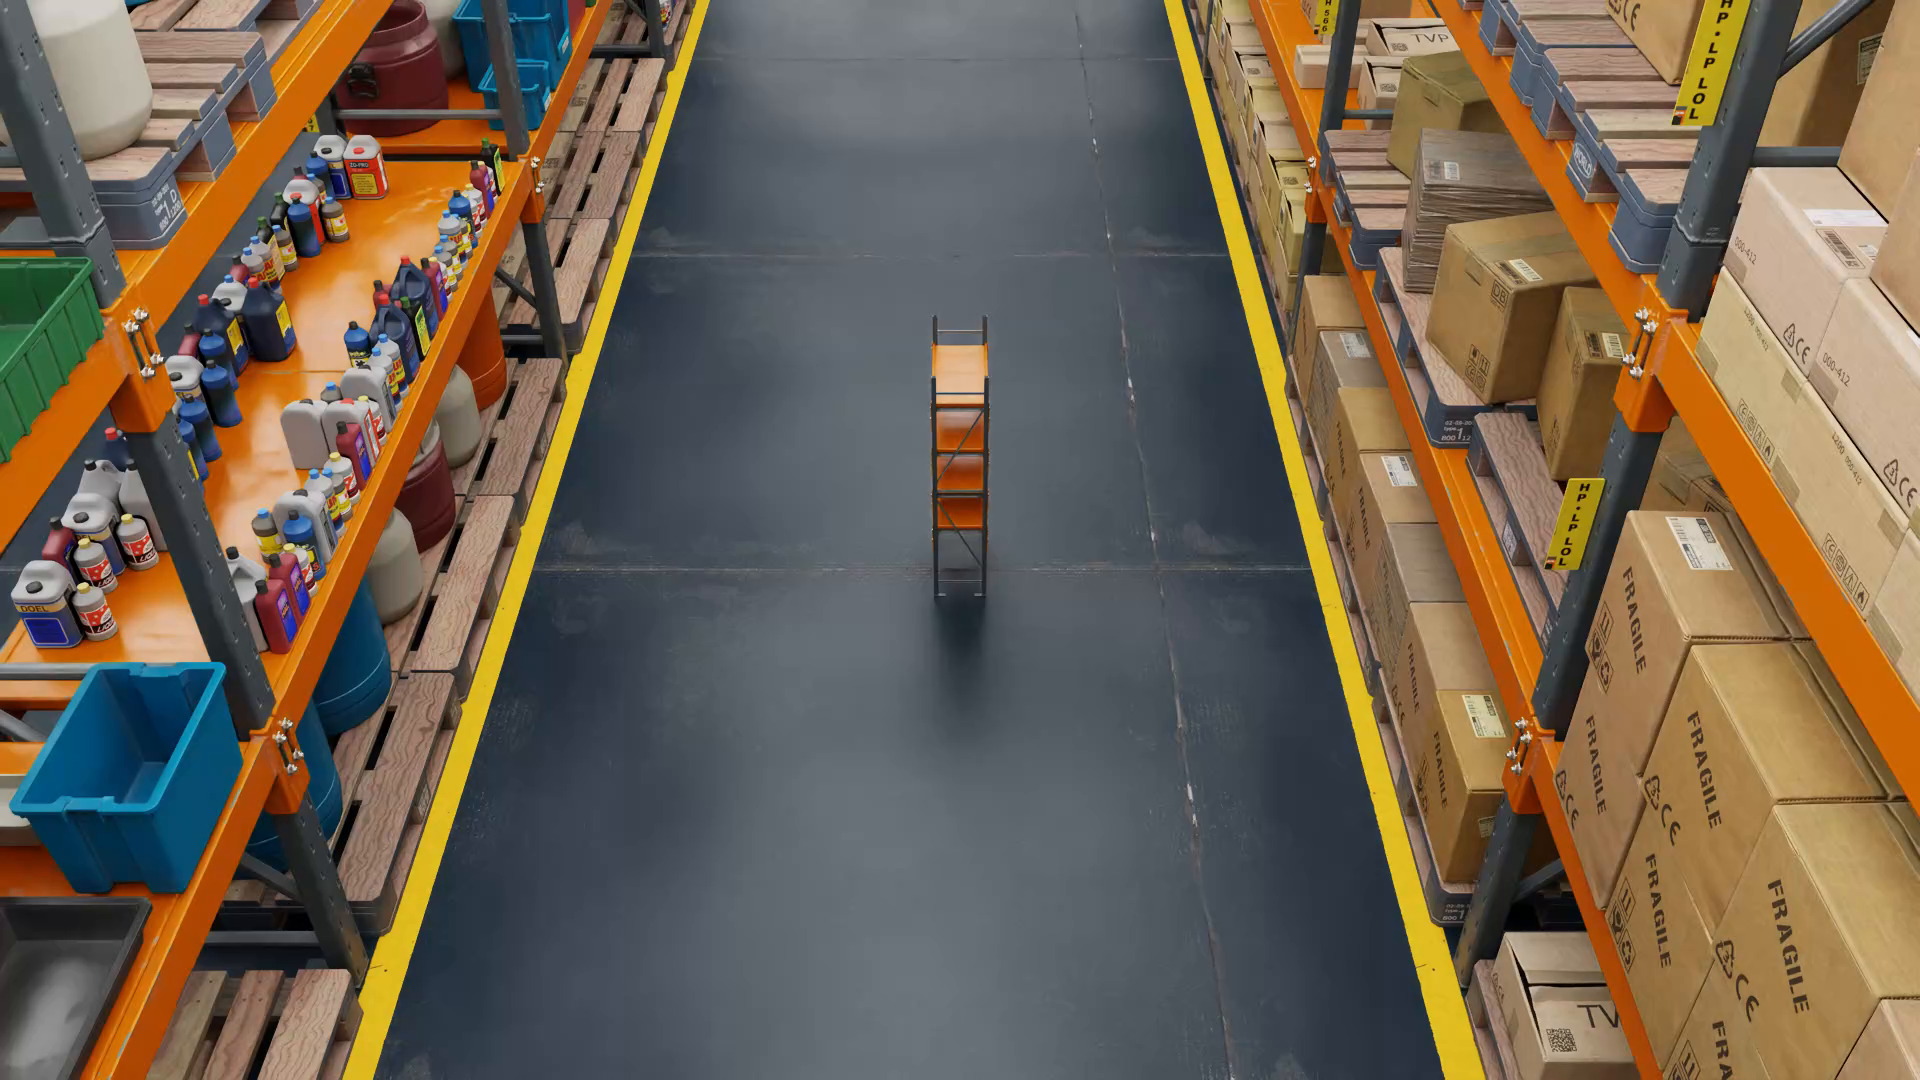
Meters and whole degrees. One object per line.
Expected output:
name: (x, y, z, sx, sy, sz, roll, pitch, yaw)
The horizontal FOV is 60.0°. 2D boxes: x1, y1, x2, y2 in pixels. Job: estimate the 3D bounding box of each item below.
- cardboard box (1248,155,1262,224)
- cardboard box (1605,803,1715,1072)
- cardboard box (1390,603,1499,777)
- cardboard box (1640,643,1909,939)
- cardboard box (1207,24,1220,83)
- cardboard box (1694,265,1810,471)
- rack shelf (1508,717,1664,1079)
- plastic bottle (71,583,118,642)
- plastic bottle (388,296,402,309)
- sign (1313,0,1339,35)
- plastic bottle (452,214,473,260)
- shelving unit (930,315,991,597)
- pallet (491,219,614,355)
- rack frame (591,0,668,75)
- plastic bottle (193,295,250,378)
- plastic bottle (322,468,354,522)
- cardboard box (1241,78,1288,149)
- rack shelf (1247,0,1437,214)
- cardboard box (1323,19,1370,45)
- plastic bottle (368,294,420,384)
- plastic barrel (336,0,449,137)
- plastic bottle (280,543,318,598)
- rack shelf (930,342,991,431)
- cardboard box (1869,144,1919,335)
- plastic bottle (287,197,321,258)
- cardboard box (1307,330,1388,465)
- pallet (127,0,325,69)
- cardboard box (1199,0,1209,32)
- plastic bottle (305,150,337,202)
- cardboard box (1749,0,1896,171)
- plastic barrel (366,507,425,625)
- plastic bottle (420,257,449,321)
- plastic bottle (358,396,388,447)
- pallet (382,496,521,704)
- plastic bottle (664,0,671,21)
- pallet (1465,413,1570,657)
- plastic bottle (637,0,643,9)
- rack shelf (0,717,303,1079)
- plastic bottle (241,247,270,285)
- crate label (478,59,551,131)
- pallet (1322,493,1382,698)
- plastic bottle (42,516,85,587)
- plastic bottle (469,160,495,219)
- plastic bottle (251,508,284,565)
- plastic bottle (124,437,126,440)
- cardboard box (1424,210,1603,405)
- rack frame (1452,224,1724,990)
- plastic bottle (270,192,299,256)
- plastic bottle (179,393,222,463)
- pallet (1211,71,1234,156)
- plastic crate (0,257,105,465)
cardboard box: (2.048, -2.151, 10.144, 0.500, 0.250, 0.500, 1, 39, 1)
cardboard box: (2.031, 1.007, 4.260, 0.500, 0.500, 0.500, 1, 39, 1)
cardboard box: (2.019, 0.593, 6.504, 0.500, 0.500, 0.500, 0, 39, 0)
cardboard box: (2.019, 0.595, 3.974, 0.500, 0.500, 0.500, -1, 39, -1)
cardboard box: (2.042, -3.434, 11.745, 0.500, 0.250, 0.500, -1, 39, -1)
cardboard box: (2.052, -0.401, 3.818, 0.500, 0.250, 0.500, 0, 39, 0)
rack shelf: (2.301, 1.938, 3.753, 1.077, 0.370, 4.000, 0, 39, 0)
plastic bottle: (-2.854, 0.228, 5.471, 0.097, 0.201, 0.097, 0, 39, 0)
plastic bottle: (-2.291, -0.881, 6.790, 0.061, 0.283, 0.133, 0, 39, 0)
sign: (1.739, -2.544, 7.845, 0.100, 0.325, 0.005, 0, 39, 0)
plastic bottle: (-2.250, -1.364, 7.458, 0.097, 0.201, 0.097, 0, 39, 0)
shelving unit: (0.000, -0.365, 7.491, 0.258, 1.200, 0.503, 0, 39, 0)
pallet: (-2.621, -1.489, 9.685, 1.003, 0.211, 1.213, 0, 39, 0)
rack frame: (-2.664, -4.595, 11.330, 1.000, 3.000, 0.127, 0, 39, 0)
plastic bottle: (-2.984, -0.836, 6.679, 0.144, 0.351, 0.185, 0, 39, 0)
plastic bottle: (-2.247, -0.166, 5.963, 0.097, 0.201, 0.097, 0, 39, 0)
cardboard box: (2.044, -2.685, 10.362, 0.500, 0.311, 0.500, 1, 39, 1)
rack shelf: (2.292, -3.064, 9.996, 1.077, 0.370, 4.000, 0, 39, 0)
cardboard box: (2.236, -2.794, 9.284, 0.380, 0.149, 0.250, 3, 39, 3)
plastic bottle: (-2.272, -0.808, 6.644, 0.144, 0.351, 0.185, 0, 39, 0)
plastic barrel: (-2.963, -2.436, 8.528, 0.600, 0.536, 0.708, 0, 39, 0)
plastic bottle: (-2.247, 0.101, 5.630, 0.097, 0.201, 0.097, 0, 39, 0)
rack shelf: (0.000, -0.671, 7.245, 0.258, 0.148, 0.480, 0, 39, 0)
cardboard box: (2.196, -0.576, 3.037, 0.700, 0.500, 0.500, 0, 39, 0)
plastic bottle: (-2.948, -1.410, 7.460, 0.097, 0.271, 0.097, 0, 39, 0)
cardboard box: (2.015, -0.678, 8.090, 0.500, 0.500, 0.500, -1, 39, -2)
pallet: (-2.757, -1.888, 5.705, 1.003, 0.211, 1.213, 0, 39, 0)
cardboard box: (2.071, -3.976, 12.422, 0.500, 0.250, 0.500, 0, 39, 0)
plastic bottle: (-3.009, -1.700, 7.821, 0.097, 0.271, 0.097, 0, 39, 0)
cardboard box: (2.372, -1.320, 4.350, 0.600, 0.600, 0.600, -3, 39, -4)
plastic barrel: (-2.550, 0.079, 7.152, 0.421, 0.512, 0.421, 0, 39, 0)
plastic bottle: (-2.231, -1.080, 7.038, 0.061, 0.283, 0.133, 0, 39, 0)
plastic bottle: (-2.248, -0.456, 6.324, 0.097, 0.201, 0.097, 0, 39, 0)
pallet: (-2.618, 0.249, 7.516, 1.003, 0.211, 1.213, 0, 39, 0)
plastic bottle: (-2.226, -4.001, 12.475, 0.097, 0.201, 0.097, 0, 39, 0)
pallet: (2.407, -0.018, 5.773, 1.003, 0.211, 1.213, 0, 39, 0)
plastic bottle: (-2.394, -4.237, 12.651, 0.144, 0.351, 0.185, 0, 39, 0)
rack shelf: (-2.652, 1.940, 3.752, 1.077, 0.370, 4.000, 0, 39, 0)
plastic bottle: (-3.008, -1.122, 7.099, 0.097, 0.271, 0.097, 0, 39, 0)
crate label: (-2.285, -2.292, 8.590, 0.303, 0.233, 0.416, 0, 39, 0)
pallet: (2.256, 0.222, 7.550, 1.003, 0.211, 1.213, 0, 39, 0)
plastic bottle: (-3.024, 0.063, 5.612, 0.061, 0.283, 0.133, 0, 39, 0)
plastic bottle: (-2.232, -1.651, 7.750, 0.061, 0.283, 0.133, 0, 39, 0)
plastic bottle: (-2.399, -0.021, 5.782, 0.097, 0.201, 0.097, 0, 39, 0)
plastic bottle: (-2.979, -0.333, 6.112, 0.152, 0.276, 0.135, 0, 39, 0)
cardboard box: (2.235, -0.901, 6.305, 0.700, 0.500, 0.500, -9, 40, -11)
rack frame: (2.299, 0.407, 5.089, 1.000, 3.000, 0.127, 0, 39, 0)
plastic bottle: (-3.027, -1.404, 7.442, 0.061, 0.283, 0.133, 0, 39, 0)
plastic bottle: (-2.855, -0.427, 6.233, 0.097, 0.271, 0.097, 0, 39, 0)
pallet: (2.329, -3.047, 11.629, 1.003, 0.211, 1.213, 0, 39, 0)
plastic crate: (-2.352, -0.415, 3.885, 0.450, 0.188, 0.662, 0, 39, 0)
